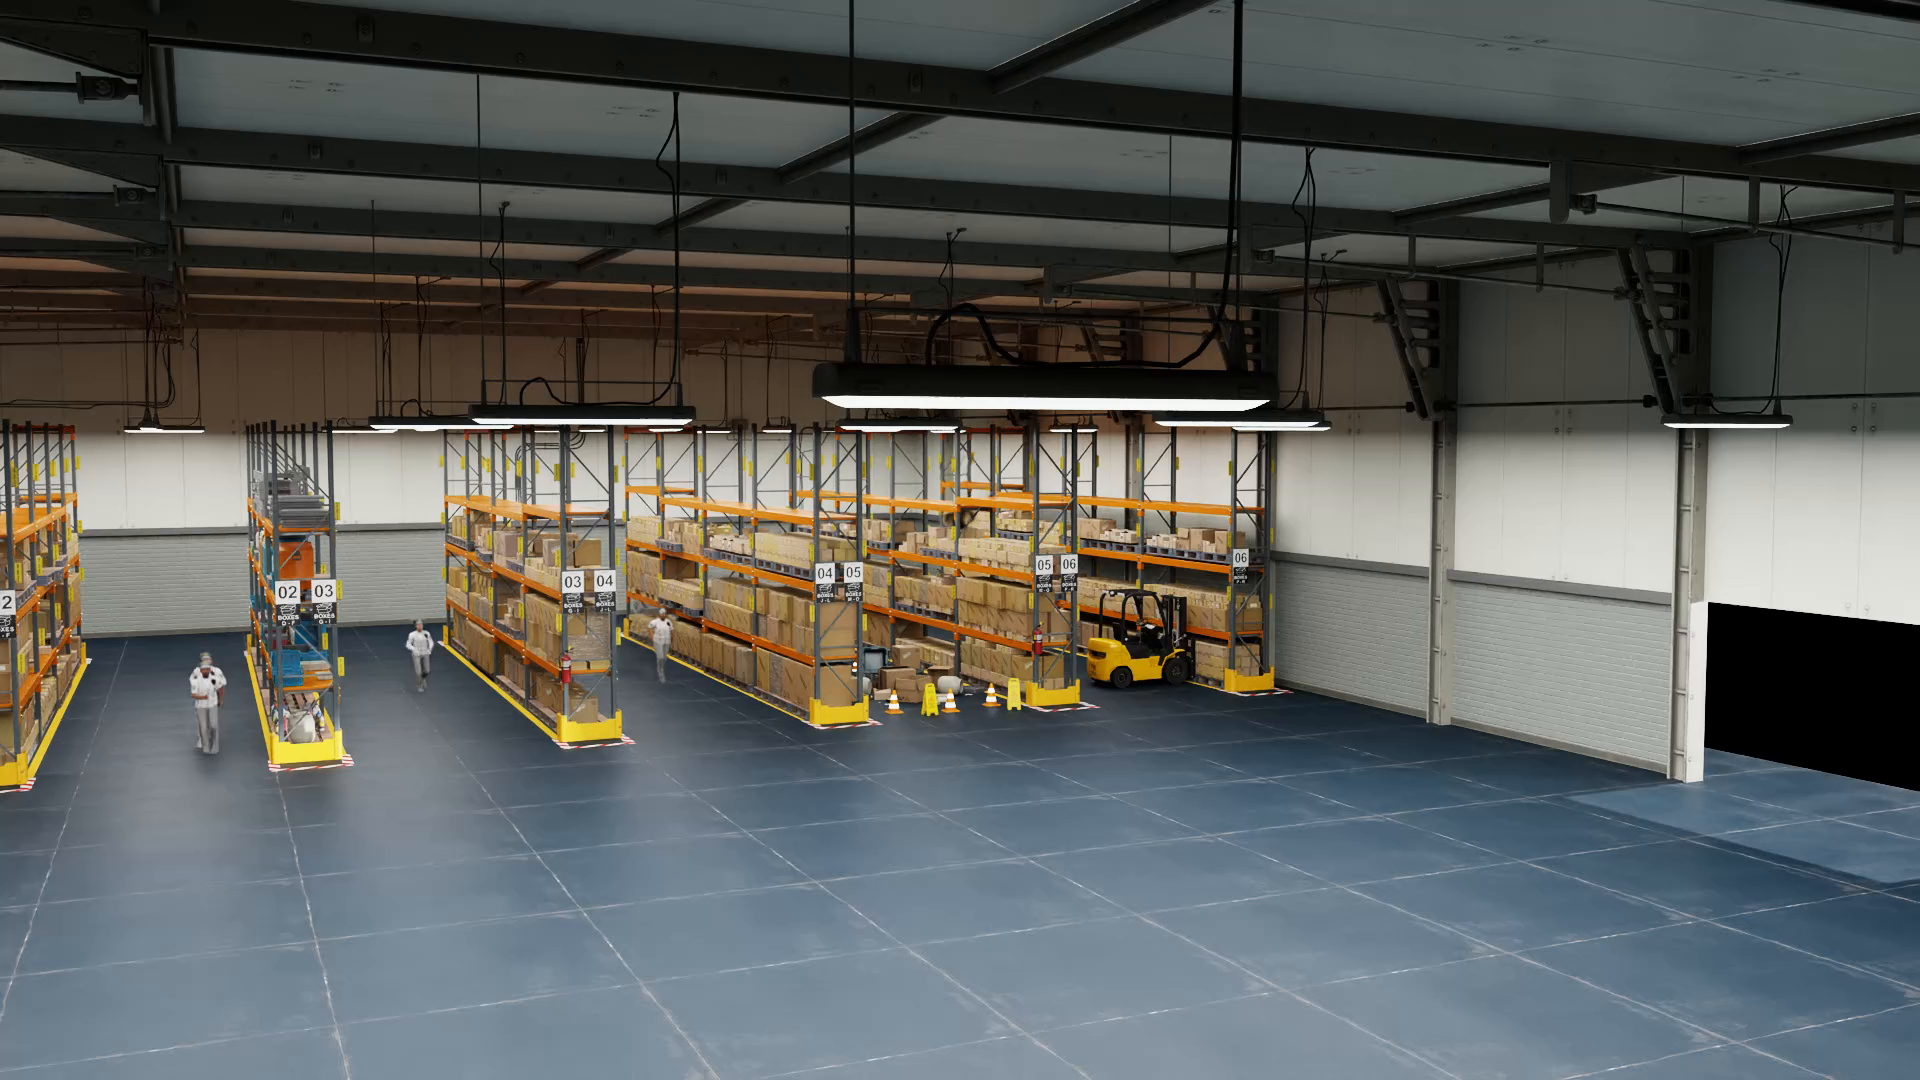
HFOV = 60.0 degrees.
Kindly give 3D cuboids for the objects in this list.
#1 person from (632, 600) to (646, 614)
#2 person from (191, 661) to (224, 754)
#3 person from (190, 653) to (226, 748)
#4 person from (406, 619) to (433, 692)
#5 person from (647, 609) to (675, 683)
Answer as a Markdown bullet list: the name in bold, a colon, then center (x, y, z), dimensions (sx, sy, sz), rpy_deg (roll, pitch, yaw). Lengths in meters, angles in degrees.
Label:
- **person**: center (-9.377, 1.896, 48.874), dimensions (0.546, 1.542, 0.526), rpy_deg (-3, 5, -40)
- **person**: center (-13.492, 3.014, 29.844), dimensions (0.546, 1.685, 0.670), rpy_deg (-2, 4, -26)
- **person**: center (-13.983, 2.948, 30.939), dimensions (0.618, 1.752, 0.749), rpy_deg (-2, 4, -23)
- **person**: center (-12.028, 2.574, 37.108), dimensions (0.609, 1.651, 0.546), rpy_deg (-2, 4, -29)
- **person**: center (-6.979, 2.462, 38.958), dimensions (0.593, 1.724, 0.815), rpy_deg (-2, 4, -33)
